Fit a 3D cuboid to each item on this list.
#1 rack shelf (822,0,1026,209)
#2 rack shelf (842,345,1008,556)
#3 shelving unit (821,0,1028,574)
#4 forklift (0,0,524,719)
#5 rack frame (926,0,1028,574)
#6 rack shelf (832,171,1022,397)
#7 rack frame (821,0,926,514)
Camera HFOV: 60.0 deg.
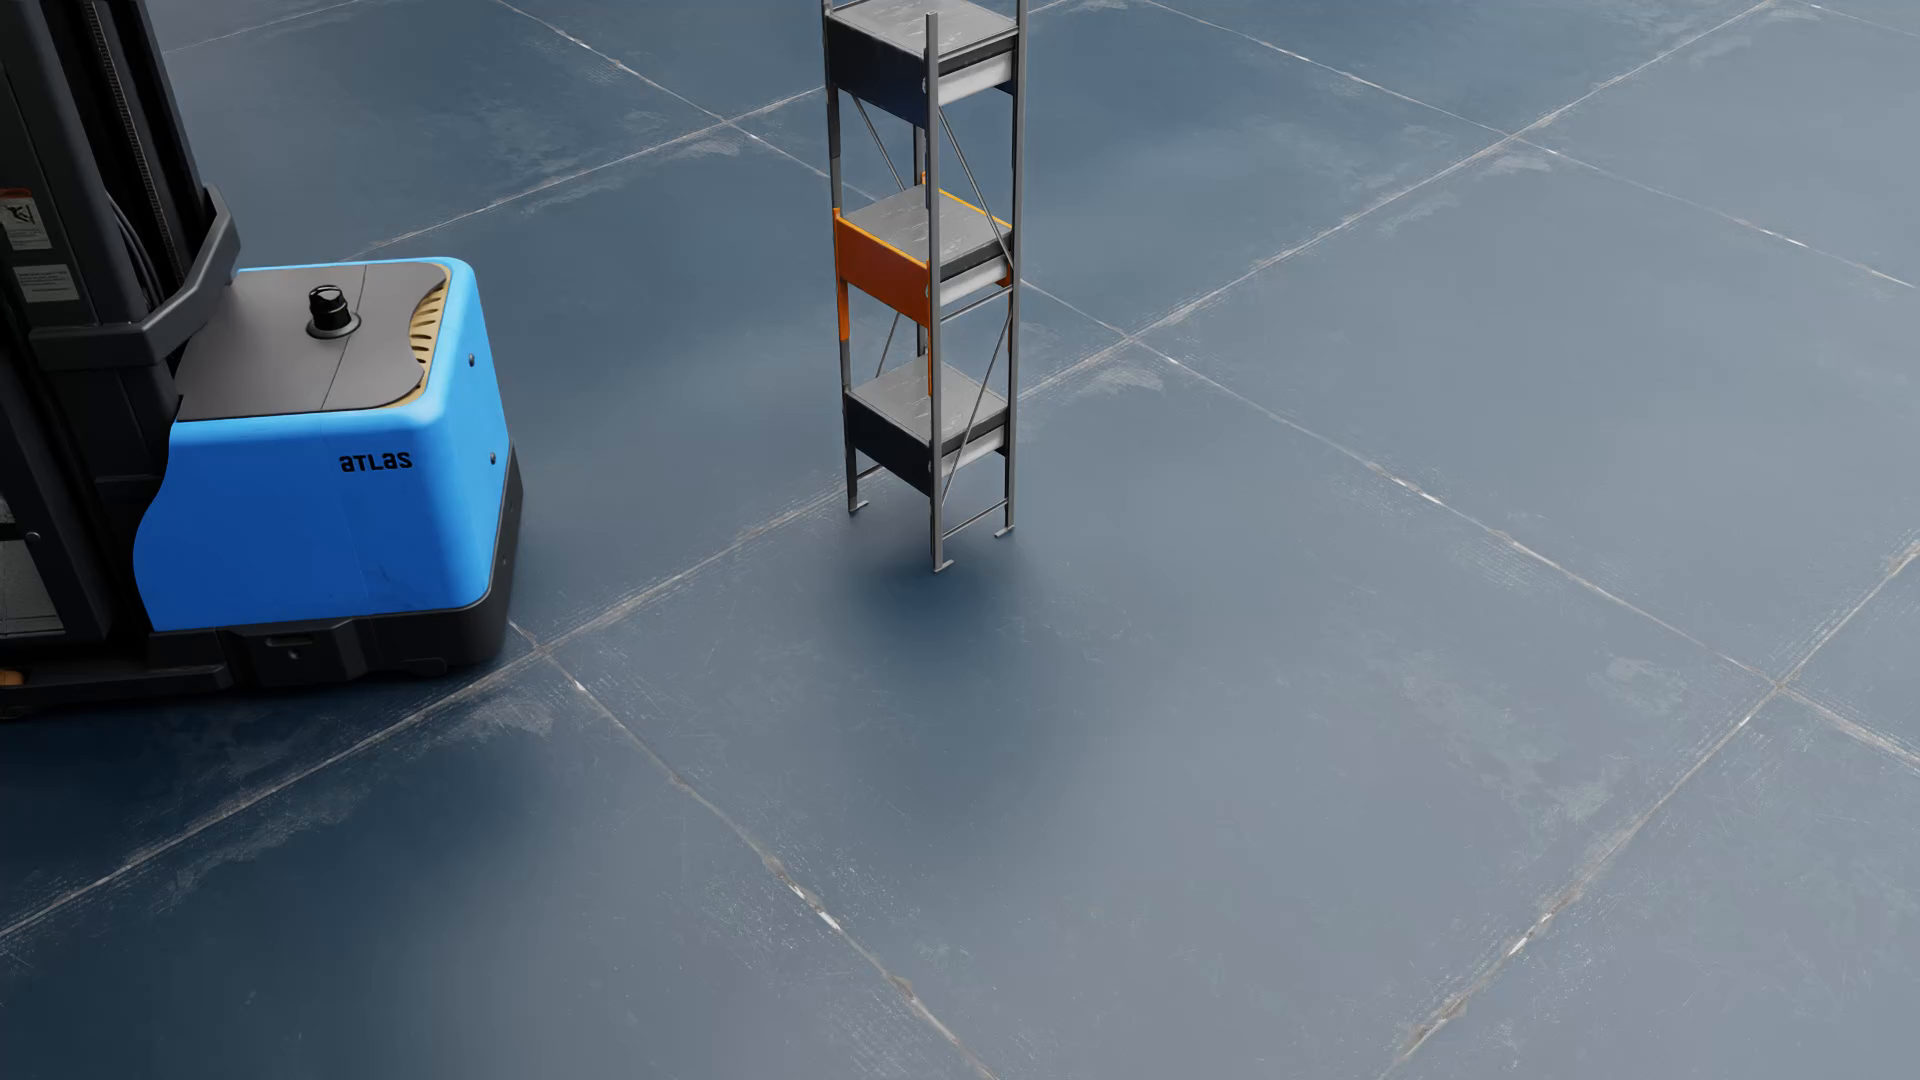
[{"bbox_3d":[-0.112,-1.427,5.254,0.431,0.518,0.480,-30,48,-32],"label":"rack shelf"},{"bbox_3d":[-0.112,-0.338,6.134,0.431,0.518,0.480,-30,48,-32],"label":"rack shelf"},{"bbox_3d":[-0.112,-0.893,5.685,0.431,2.100,0.503,-30,48,-32],"label":"shelving unit"},{"bbox_3d":[-3.121,-0.885,5.013,3.031,2.935,1.130,-4,39,-5],"label":"forklift"},{"bbox_3d":[0.053,-0.781,5.545,0.400,2.100,0.015,-30,48,-32],"label":"rack frame"},{"bbox_3d":[-0.112,-0.883,5.694,0.431,0.518,0.480,-30,48,-32],"label":"rack shelf"},{"bbox_3d":[-0.277,-1.006,5.825,0.400,2.100,0.015,-30,48,-32],"label":"rack frame"}]
